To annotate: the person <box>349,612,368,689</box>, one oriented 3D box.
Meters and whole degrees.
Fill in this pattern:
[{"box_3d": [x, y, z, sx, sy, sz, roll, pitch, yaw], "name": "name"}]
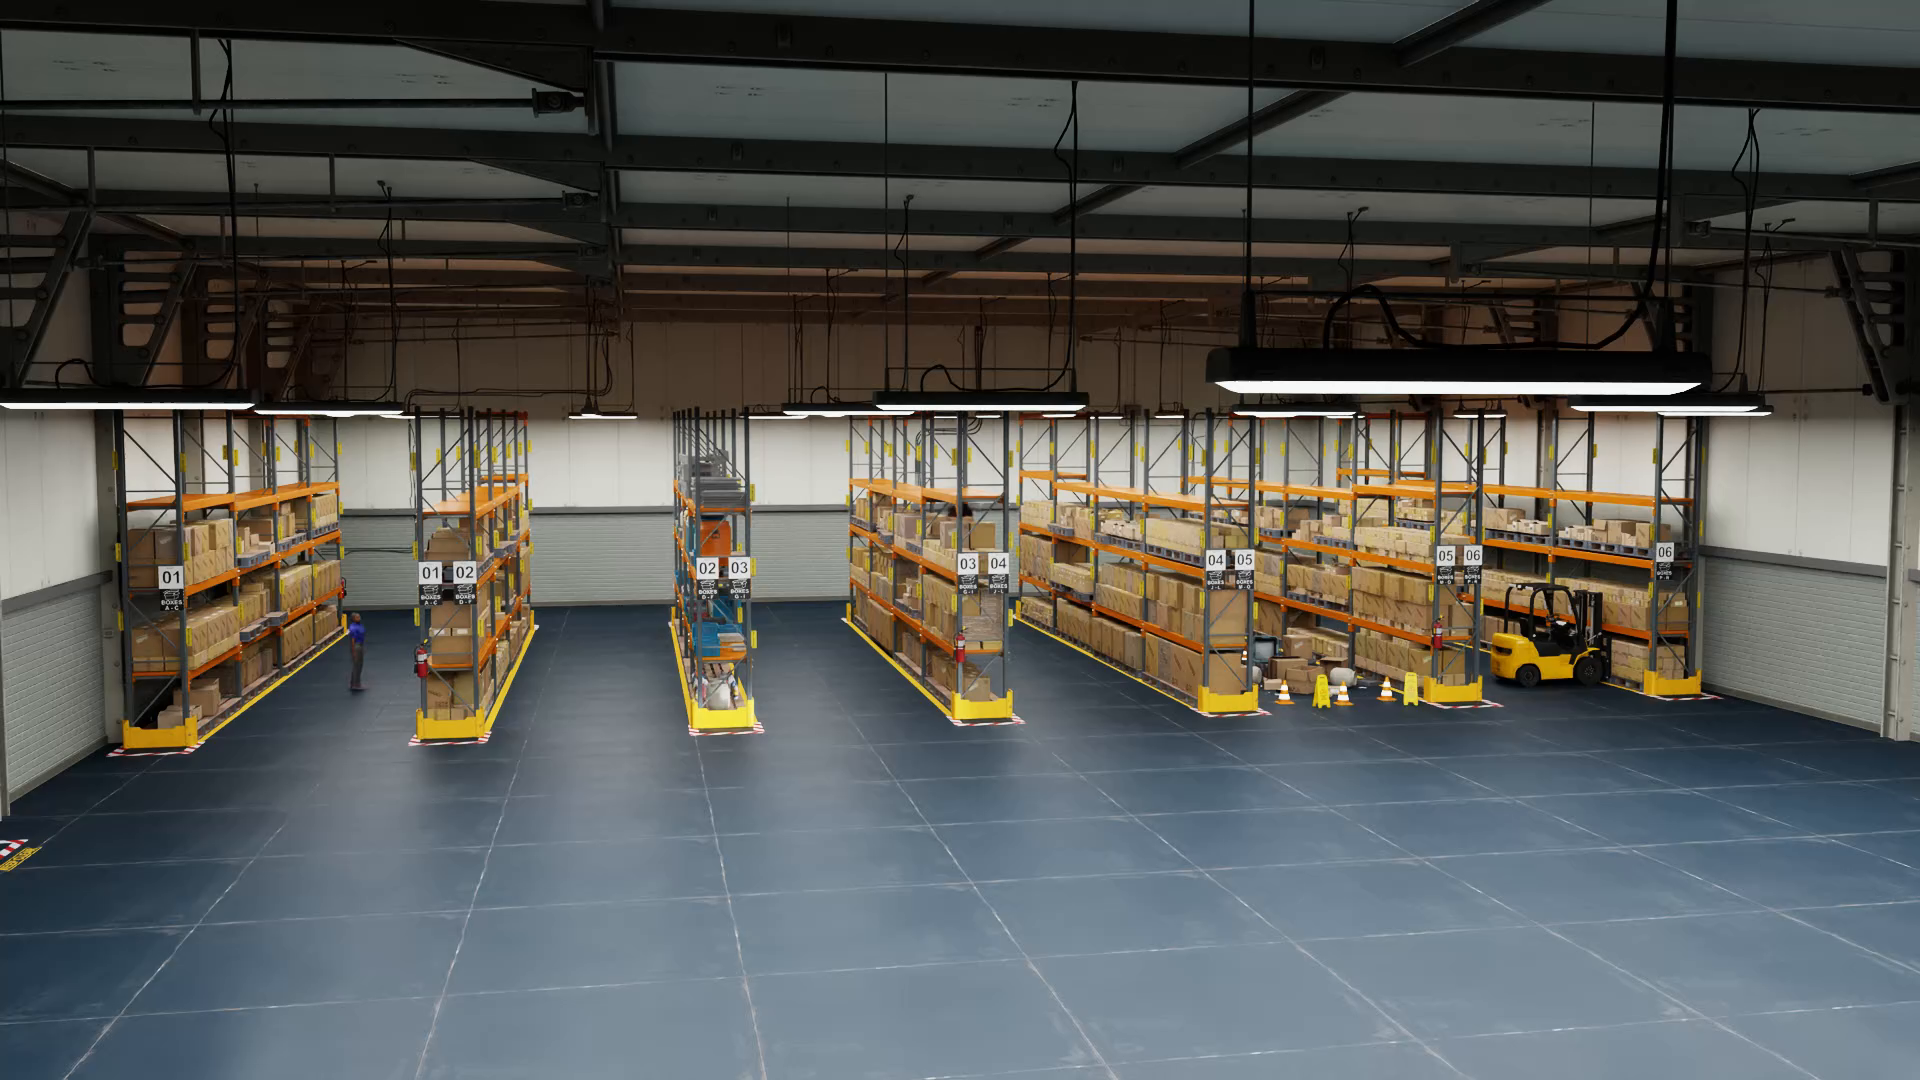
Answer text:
[{"box_3d": [-12.866, 2.374, 35.538, 0.369, 1.690, 0.513, -1, 4, -18], "name": "person"}]
